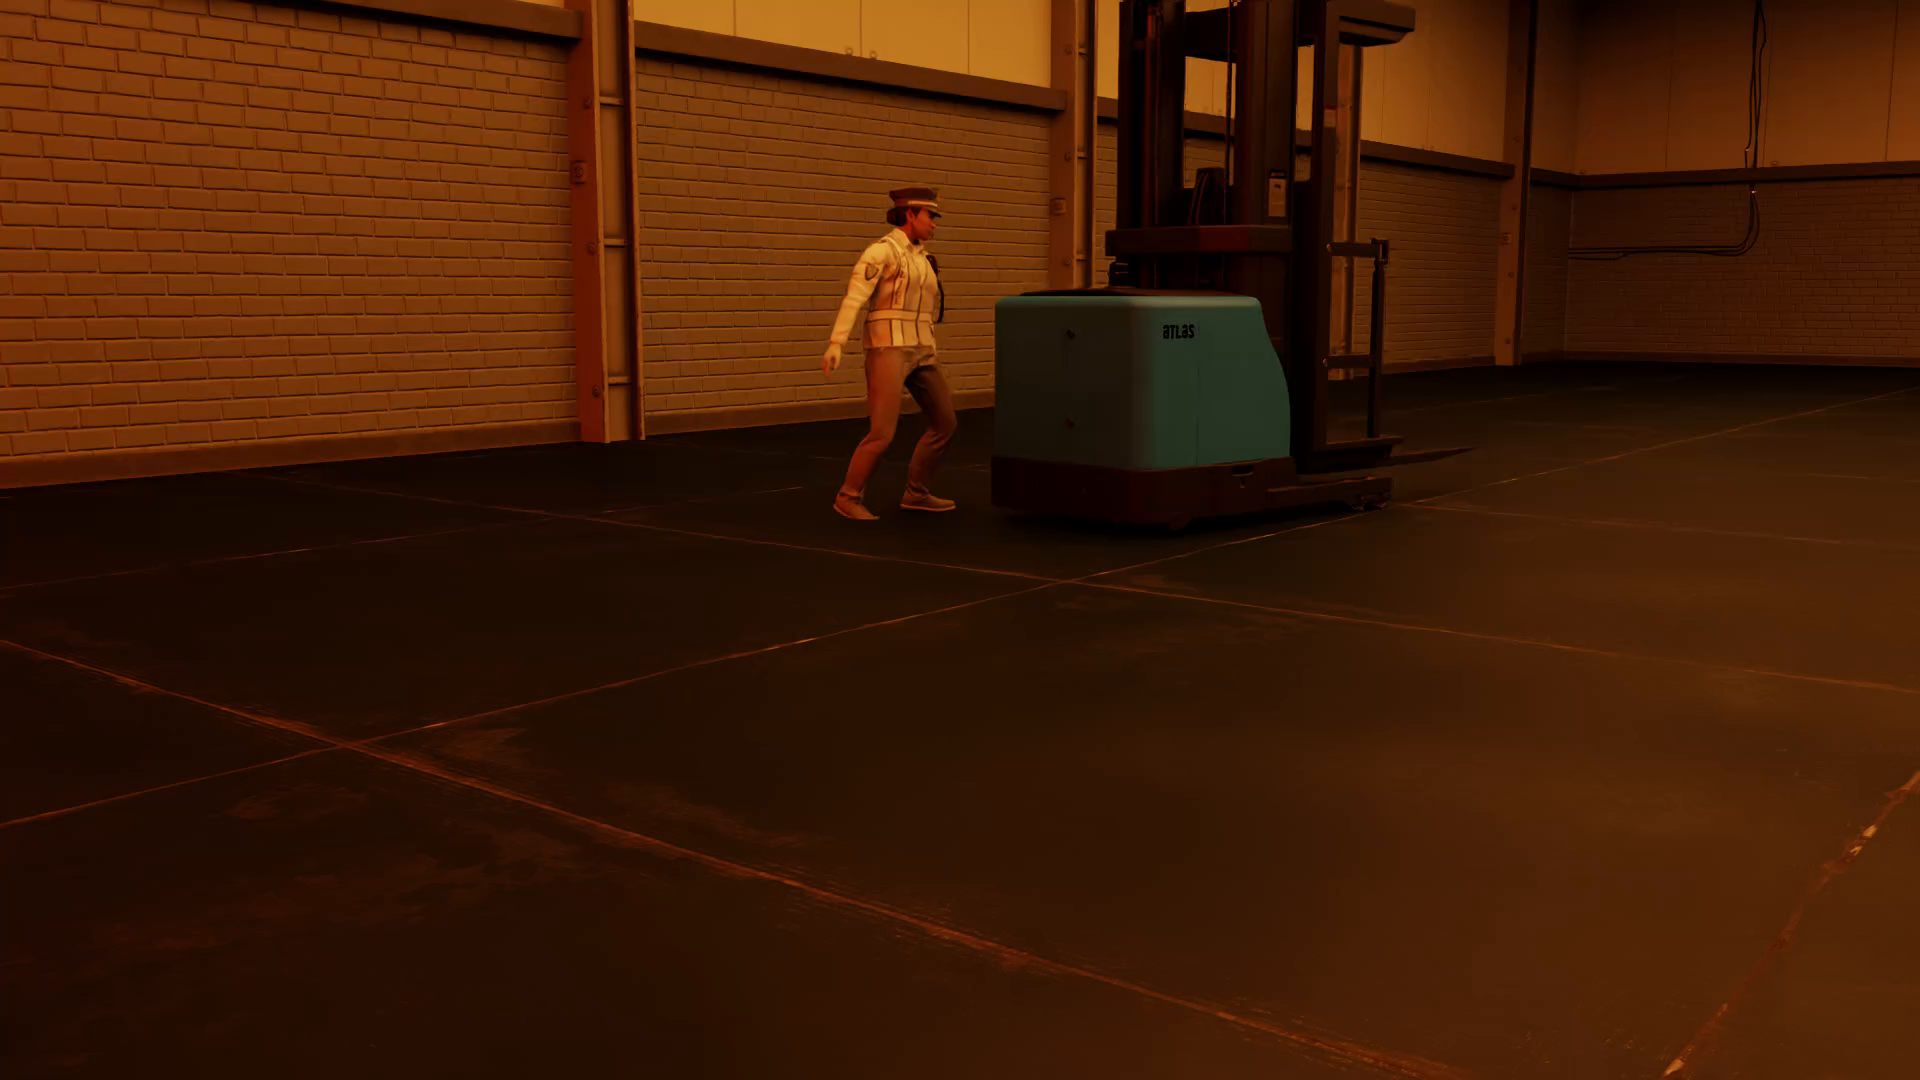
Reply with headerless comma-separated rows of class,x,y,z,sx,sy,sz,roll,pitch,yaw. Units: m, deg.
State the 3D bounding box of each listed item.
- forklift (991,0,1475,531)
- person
forklift,1.583,-1.644,8.519,3.031,2.935,1.130,-7,11,-41
person,-0.355,-0.882,8.101,0.454,1.642,0.814,7,11,40
